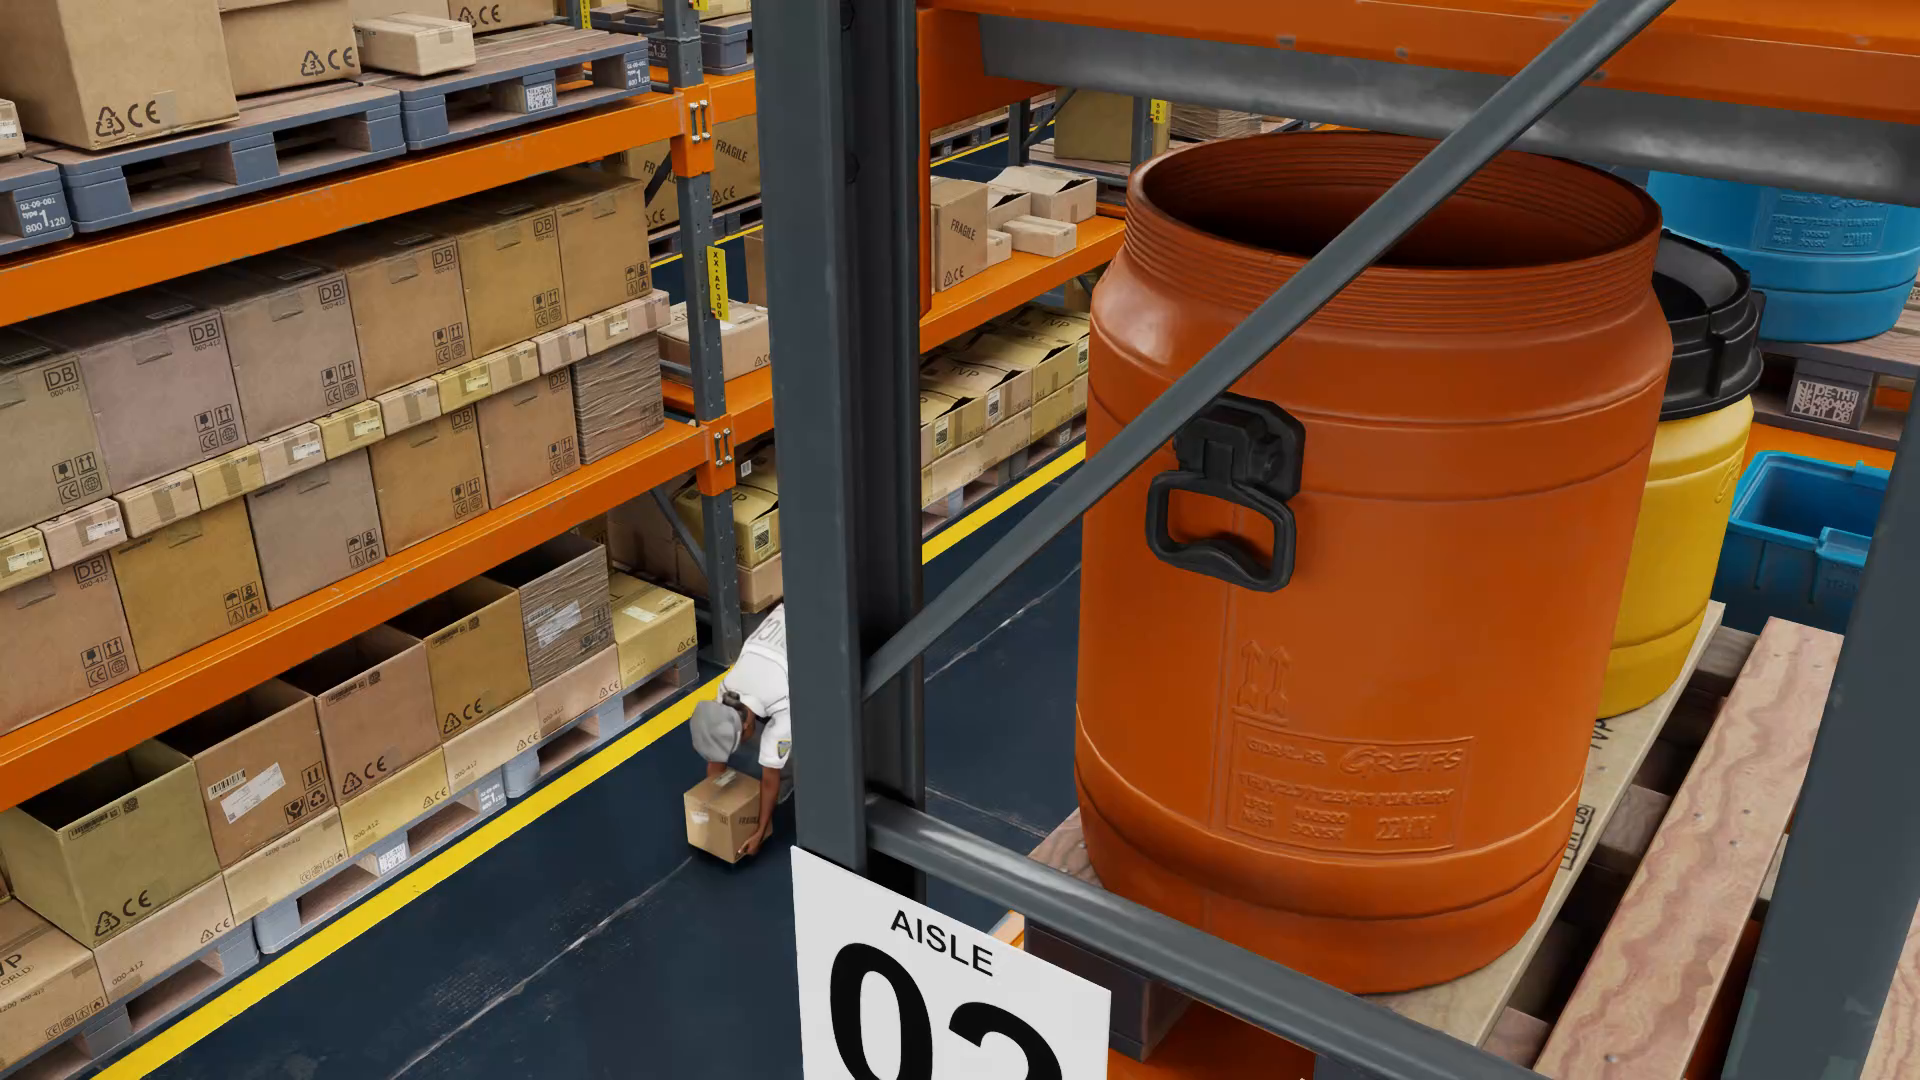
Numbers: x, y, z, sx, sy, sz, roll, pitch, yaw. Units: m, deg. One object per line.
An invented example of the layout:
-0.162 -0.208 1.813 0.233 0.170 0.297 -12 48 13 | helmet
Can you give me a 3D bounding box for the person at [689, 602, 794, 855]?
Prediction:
-0.736 0.775 6.935 0.460 0.907 0.903 16 31 28 | person
